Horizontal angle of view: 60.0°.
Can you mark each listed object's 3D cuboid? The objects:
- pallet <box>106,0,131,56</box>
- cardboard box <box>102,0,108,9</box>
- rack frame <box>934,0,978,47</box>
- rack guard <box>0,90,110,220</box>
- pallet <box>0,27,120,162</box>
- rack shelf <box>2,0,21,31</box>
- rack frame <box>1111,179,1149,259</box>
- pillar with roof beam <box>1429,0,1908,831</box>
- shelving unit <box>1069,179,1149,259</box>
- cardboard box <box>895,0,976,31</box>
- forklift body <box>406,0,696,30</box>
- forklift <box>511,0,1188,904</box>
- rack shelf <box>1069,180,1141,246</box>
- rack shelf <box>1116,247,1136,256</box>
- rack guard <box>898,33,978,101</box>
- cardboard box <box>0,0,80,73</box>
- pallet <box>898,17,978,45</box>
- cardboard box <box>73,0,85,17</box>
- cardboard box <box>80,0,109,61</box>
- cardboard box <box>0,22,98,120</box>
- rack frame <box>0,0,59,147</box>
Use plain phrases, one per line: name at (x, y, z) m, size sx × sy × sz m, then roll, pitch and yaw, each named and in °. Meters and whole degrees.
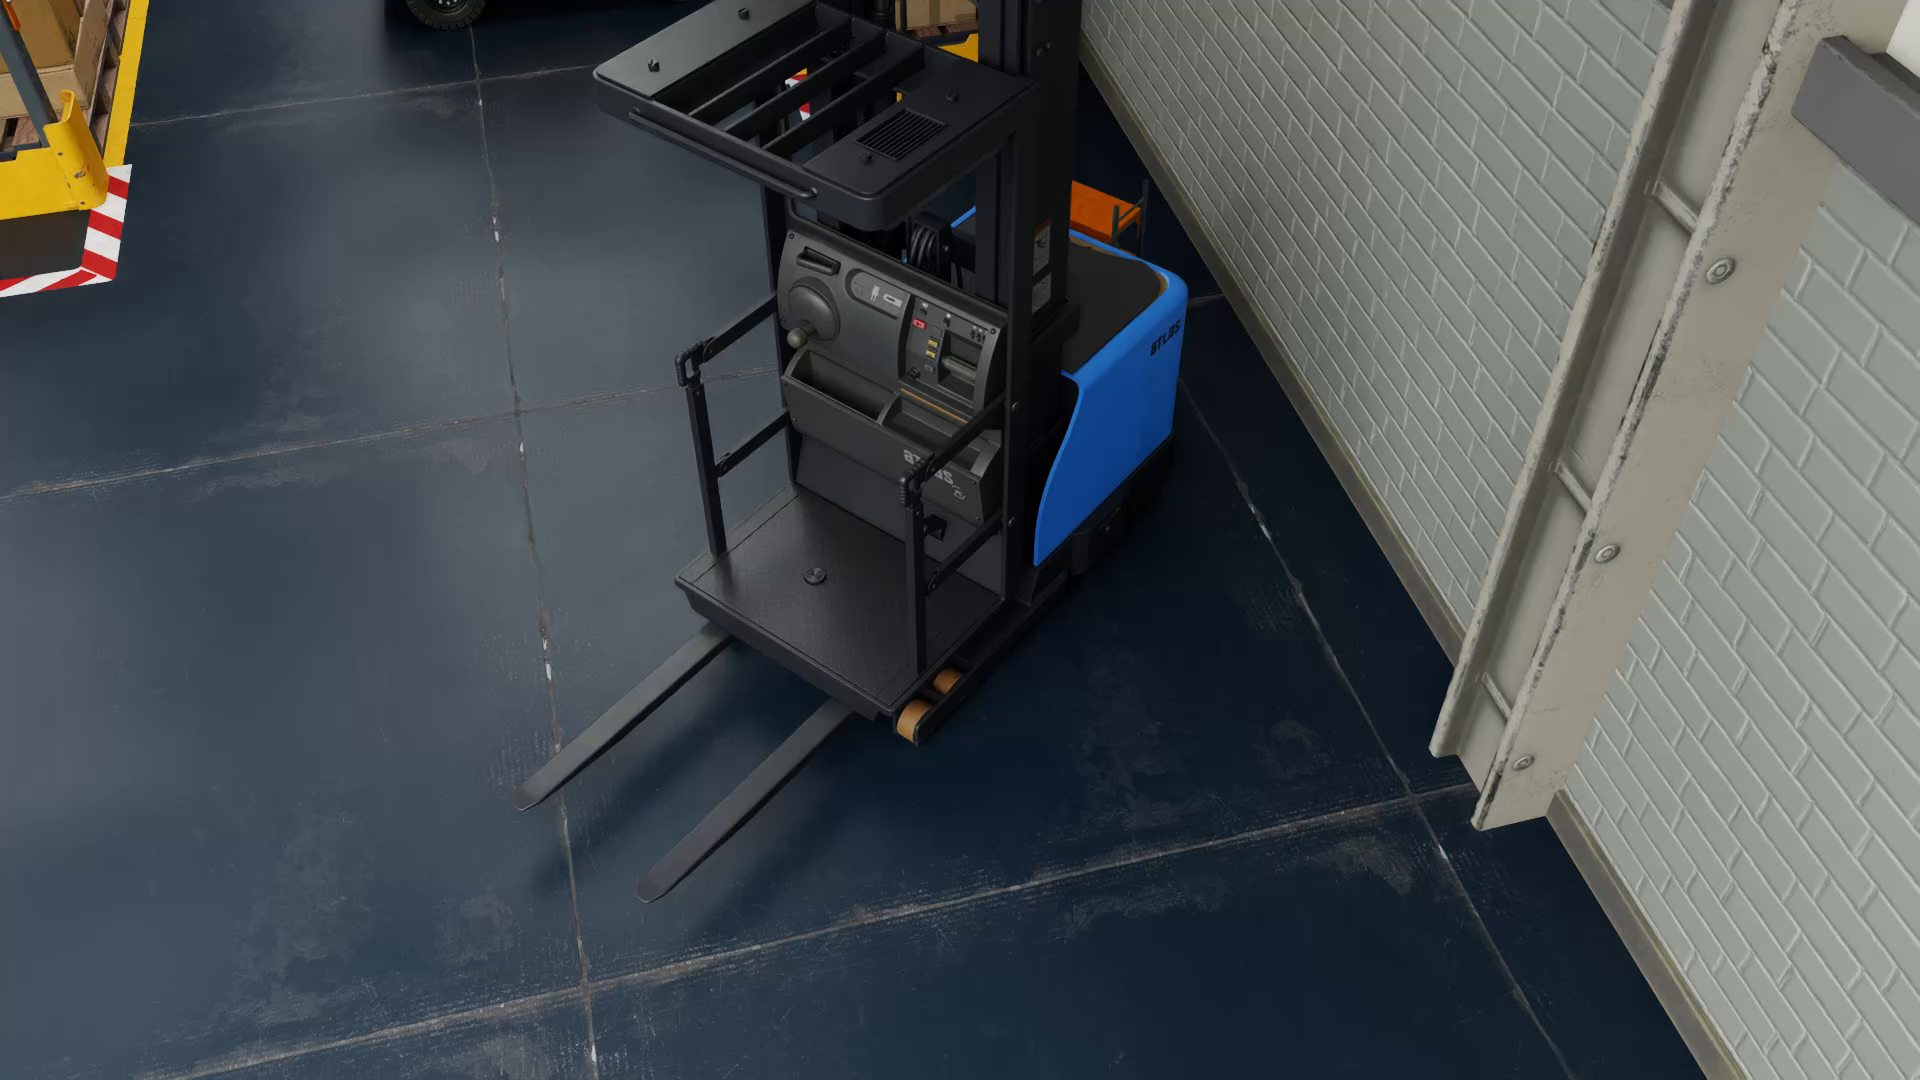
pallet at (-5.572, -3.239, 10.027) m, size 1.003 × 0.211 × 1.213 m, roll -11°, pitch 47°, yaw -10°
cardboard box at (-5.285, -3.275, 9.741) m, size 0.500 × 0.250 × 0.500 m, roll -8°, pitch 46°, yaw -8°
rack frame at (-0.273, -3.665, 8.492) m, size 1.000 × 3.000 × 0.127 m, roll -11°, pitch 47°, yaw -10°
rack guard at (-5.090, -1.932, 8.544) m, size 1.175 × 0.500 × 0.348 m, roll -11°, pitch 47°, yaw -10°
pallet at (-5.264, -2.399, 9.204) m, size 1.003 × 0.211 × 1.213 m, roll -11°, pitch 47°, yaw -10°
rack shelf at (-5.582, -3.884, 9.210) m, size 1.077 × 0.370 × 4.000 m, roll -11°, pitch 47°, yaw -10°
rack frame at (0.690, -0.974, 7.115) m, size 0.015 × 1.200 × 0.240 m, roll 28°, pitch 52°, yaw 25°
pillar with roof beam at (-2.206, -1.481, 2.151) m, size 9.100 × 9.000 × 0.400 m, roll -11°, pitch 47°, yaw -10°
shelving unit at (0.495, -1.079, 7.218) m, size 0.503 × 1.200 × 0.258 m, roll 28°, pitch 52°, yaw 25°
cardboard box at (-0.210, -3.224, 9.692) m, size 0.500 × 0.250 × 0.500 m, roll -11°, pitch 47°, yaw -10°
forklift body at (-2.522, -4.343, 9.751) m, size 2.313 × 2.155 × 1.214 m, roll -11°, pitch 47°, yaw -10°
forklift at (-0.383, -0.668, 5.603) m, size 1.130 × 2.935 × 3.031 m, roll 29°, pitch 52°, yaw 25°
rack shelf at (0.495, -1.354, 6.937) m, size 0.480 × 0.148 × 0.258 m, roll 28°, pitch 52°, yaw 25°
rack shelf at (0.495, -1.188, 7.106) m, size 0.480 × 0.148 × 0.258 m, roll 28°, pitch 52°, yaw 25°
rack guard at (-0.267, -2.773, 9.369) m, size 1.175 × 0.500 × 0.348 m, roll -11°, pitch 47°, yaw -10°
cardboard box at (-5.016, -2.826, 8.776) m, size 0.500 × 0.500 × 0.500 m, roll -12°, pitch 47°, yaw -12°
pallet at (-0.509, -3.209, 9.998) m, size 1.003 × 0.211 × 1.213 m, roll -11°, pitch 47°, yaw -10°
cardboard box at (-5.154, -3.186, 9.129) m, size 0.500 × 0.500 × 0.500 m, roll -12°, pitch 47°, yaw -12°
cardboard box at (-5.133, -2.901, 9.374) m, size 0.500 × 0.250 × 0.500 m, roll -9°, pitch 46°, yaw -9°
cardboard box at (-5.010, -2.547, 9.028) m, size 0.500 × 0.250 × 0.500 m, roll -11°, pitch 47°, yaw -11°
rack frame at (-5.070, -2.755, 7.600) m, size 1.000 × 3.000 × 0.127 m, roll -11°, pitch 47°, yaw -10°
